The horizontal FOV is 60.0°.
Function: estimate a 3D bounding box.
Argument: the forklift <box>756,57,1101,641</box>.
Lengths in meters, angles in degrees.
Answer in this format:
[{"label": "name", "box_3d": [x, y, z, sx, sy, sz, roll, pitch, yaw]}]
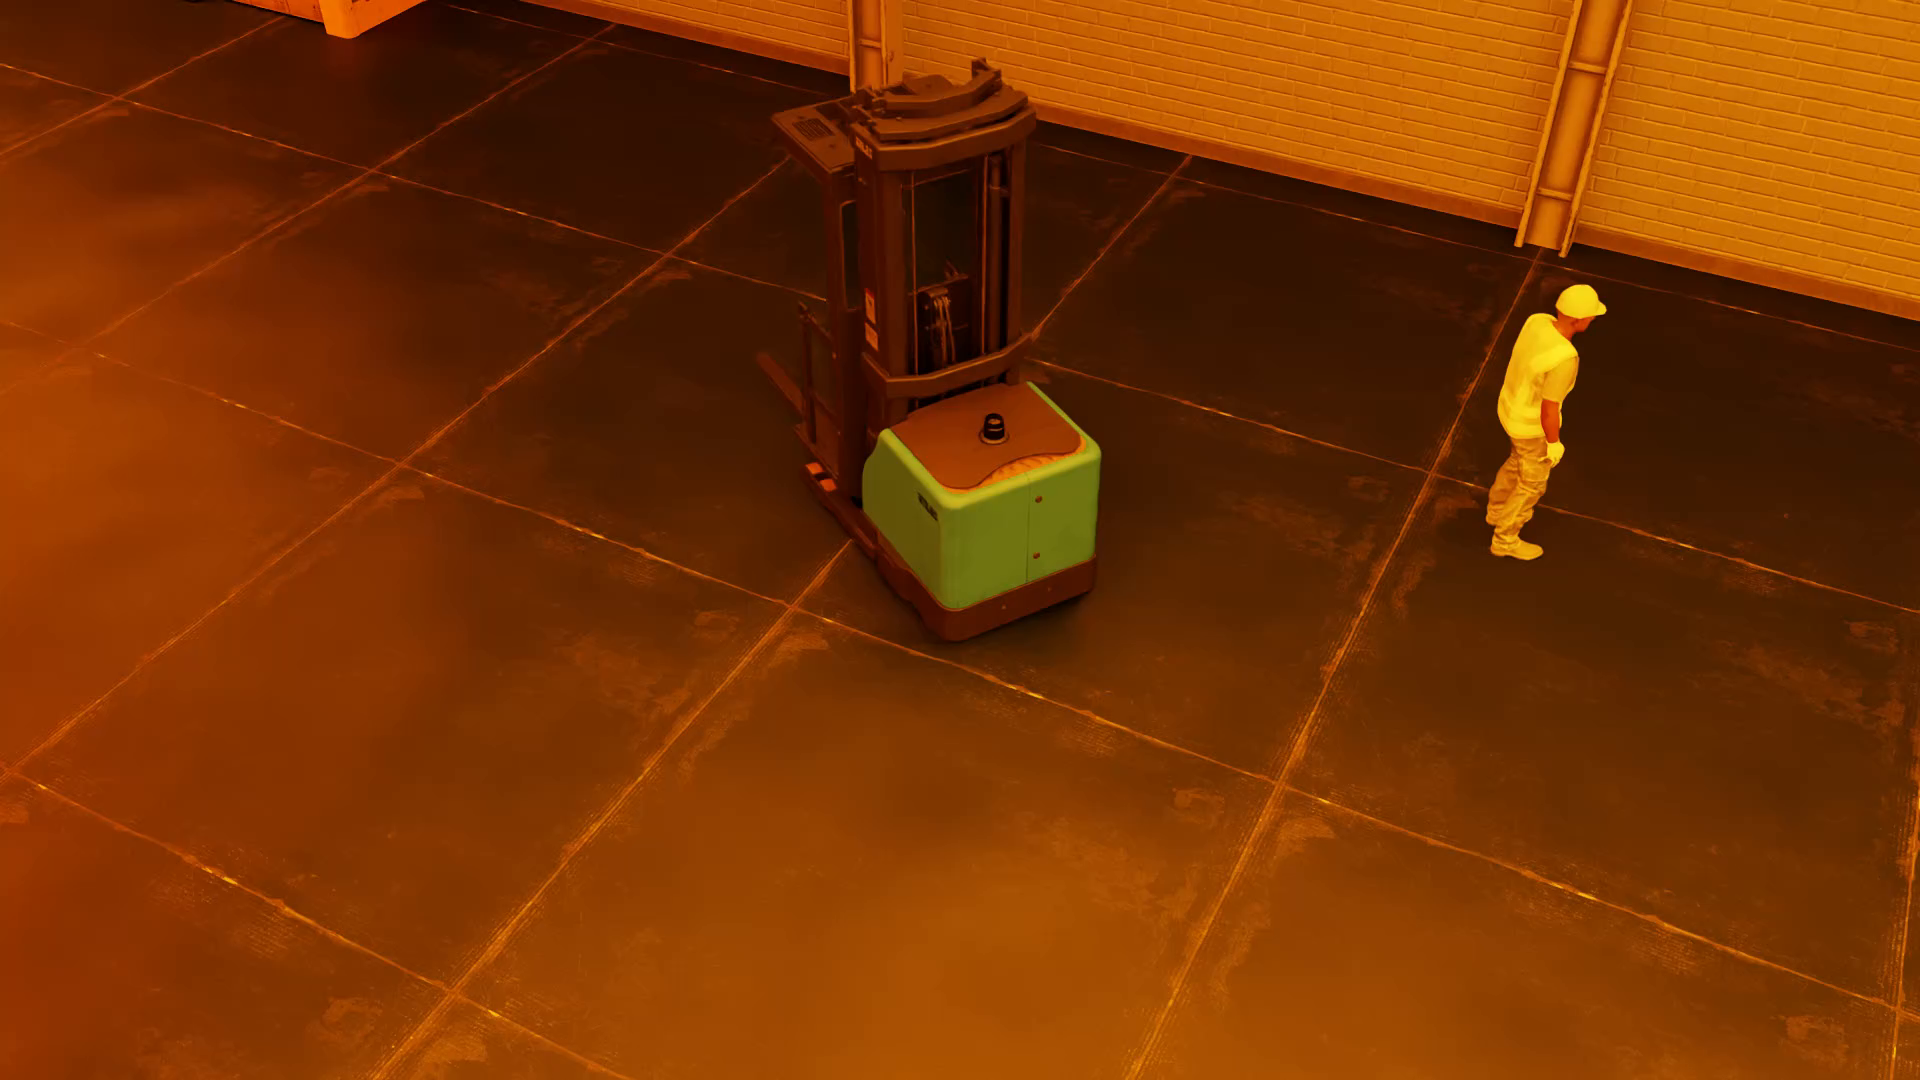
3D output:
[{"label": "forklift", "box_3d": [-0.365, -1.477, 9.740, 1.130, 2.935, 3.031, -20, 44, -22]}]

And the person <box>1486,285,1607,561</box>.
[{"label": "person", "box_3d": [3.376, -0.705, 9.726, 0.436, 1.774, 0.621, 0, 40, 0]}]
